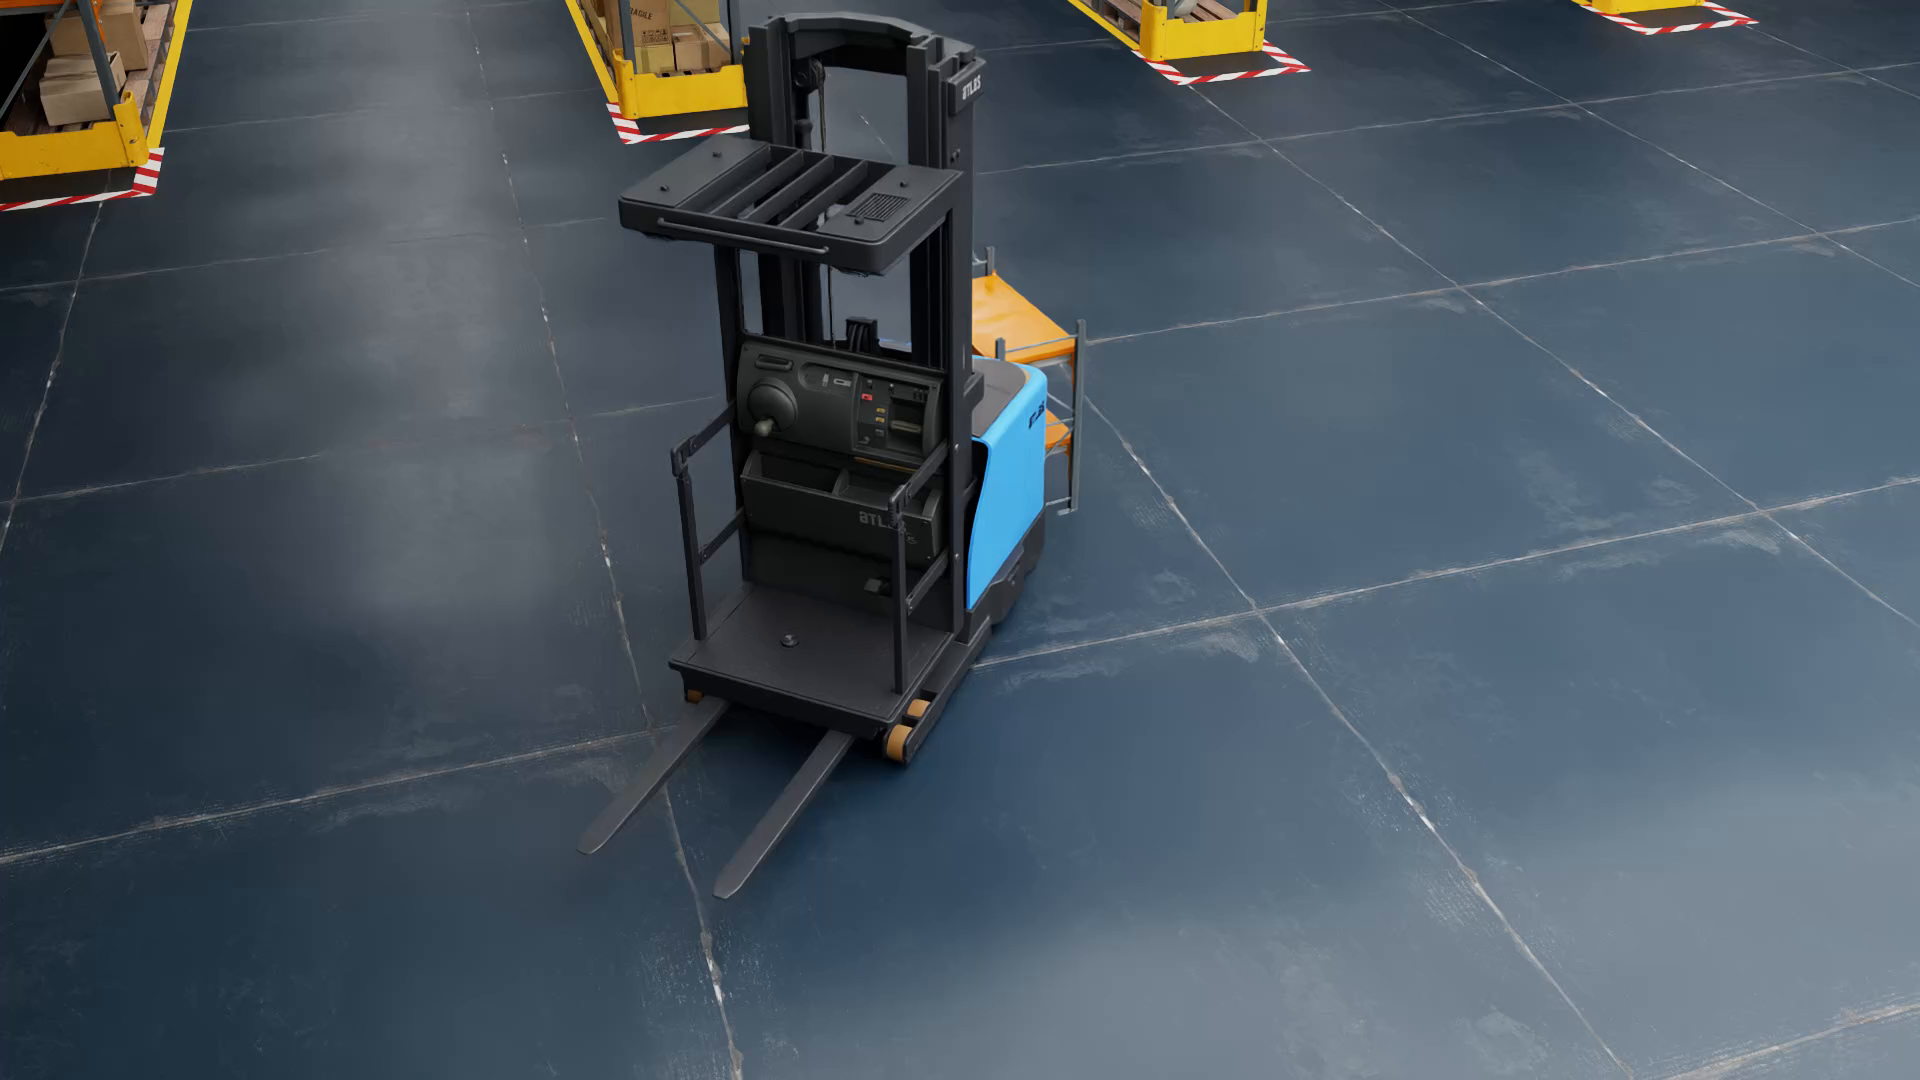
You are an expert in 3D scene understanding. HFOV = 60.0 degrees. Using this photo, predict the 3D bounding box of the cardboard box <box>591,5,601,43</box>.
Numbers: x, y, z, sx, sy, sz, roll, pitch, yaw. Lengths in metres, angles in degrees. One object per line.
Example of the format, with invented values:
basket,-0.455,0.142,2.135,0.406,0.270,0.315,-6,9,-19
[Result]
cardboard box,-3.128,-4.814,15.428,0.500,0.250,0.500,-10,35,-15

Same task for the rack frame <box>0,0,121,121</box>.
rack frame,-7.081,-4.197,12.380,1.000,3.000,0.127,-10,35,-15

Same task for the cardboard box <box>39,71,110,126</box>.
cardboard box,-7.206,-3.637,13.573,0.500,0.311,0.500,-14,36,-20

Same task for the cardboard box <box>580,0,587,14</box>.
cardboard box,-3.437,-5.339,16.221,0.500,0.250,0.500,-10,35,-15

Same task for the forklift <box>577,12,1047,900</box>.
forklift,-0.603,-0.517,6.875,1.130,2.935,3.031,13,36,19

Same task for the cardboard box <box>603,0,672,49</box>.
cardboard box,-2.811,-4.604,14.430,0.500,0.500,0.500,-10,35,-15

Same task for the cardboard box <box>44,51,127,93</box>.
cardboard box,-7.380,-3.936,14.026,0.500,0.311,0.500,-7,34,-11

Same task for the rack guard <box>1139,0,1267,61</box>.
rack guard,2.286,-4.852,15.639,1.175,0.500,0.348,-10,35,-15

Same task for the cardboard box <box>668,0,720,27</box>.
cardboard box,-2.471,-4.954,14.959,0.500,0.500,0.500,-10,35,-15

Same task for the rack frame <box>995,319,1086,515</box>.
rack frame,0.404,-0.579,8.605,0.500,1.125,0.032,-15,36,-21

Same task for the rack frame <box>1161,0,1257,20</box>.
rack frame,2.354,-5.863,14.901,1.000,3.000,0.127,-10,35,-15

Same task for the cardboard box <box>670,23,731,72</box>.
cardboard box,-2.316,-4.379,14.769,0.500,0.250,0.500,-10,35,-15

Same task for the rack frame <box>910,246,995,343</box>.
rack frame,-0.041,-1.083,9.368,0.500,1.125,0.032,-15,36,-21

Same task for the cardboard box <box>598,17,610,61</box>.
cardboard box,-2.973,-4.552,15.031,0.500,0.250,0.500,-10,35,-15

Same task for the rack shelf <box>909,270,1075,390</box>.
rack shelf,0.182,-1.075,8.825,0.538,0.278,1.000,-15,36,-21

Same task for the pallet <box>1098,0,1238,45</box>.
pallet,2.043,-5.159,16.365,1.003,0.211,1.213,-10,35,-15

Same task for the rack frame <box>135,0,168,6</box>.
rack frame,-8.301,-6.297,15.558,1.000,3.000,0.127,-10,35,-15

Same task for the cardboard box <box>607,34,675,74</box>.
cardboard box,-2.809,-4.292,14.637,0.500,0.250,0.500,-10,35,-15

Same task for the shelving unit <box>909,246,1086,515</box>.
shelving unit,0.182,-0.831,8.987,0.538,1.125,1.048,-15,36,-21

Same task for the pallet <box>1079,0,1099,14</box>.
pallet,1.675,-5.798,17.333,1.003,0.211,1.213,-10,35,-15

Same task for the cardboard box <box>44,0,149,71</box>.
cardboard box,-7.556,-4.409,14.569,0.700,0.500,0.500,-12,35,-18

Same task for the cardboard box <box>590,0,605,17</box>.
cardboard box,-3.130,-5.127,15.221,0.500,0.500,0.500,-10,35,-15

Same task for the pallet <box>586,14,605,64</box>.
pallet,-3.006,-4.902,15.977,1.003,0.211,1.213,-10,35,-15

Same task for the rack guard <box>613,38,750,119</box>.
rack guard,-2.357,-3.976,14.314,1.175,0.500,0.348,-10,35,-15

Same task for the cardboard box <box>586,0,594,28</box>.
cardboard box,-3.278,-5.077,15.826,0.500,0.250,0.500,-10,35,-15

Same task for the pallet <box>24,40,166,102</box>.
pallet,-7.687,-4.145,14.831,1.003,0.211,1.213,-10,35,-15

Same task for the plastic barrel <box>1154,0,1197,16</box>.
plastic barrel,2.080,-5.333,15.975,0.421,0.512,0.421,0,33,0

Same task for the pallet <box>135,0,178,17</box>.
pallet,-8.540,-5.542,16.945,1.003,0.211,1.213,-10,35,-15

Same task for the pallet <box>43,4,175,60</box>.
pallet,-8.063,-4.787,15.802,1.003,0.211,1.213,-10,35,-15

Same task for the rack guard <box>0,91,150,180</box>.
rack guard,-7.104,-3.194,13.130,1.175,0.500,0.348,-10,35,-15

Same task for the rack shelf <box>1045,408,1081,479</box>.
rack shelf,0.182,-0.627,9.122,0.538,0.278,1.000,-15,36,-21

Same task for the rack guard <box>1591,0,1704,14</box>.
rack guard,7.048,-5.693,16.911,1.175,0.500,0.348,-10,35,-15

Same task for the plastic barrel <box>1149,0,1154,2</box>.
plastic barrel,1.928,-5.596,16.373,0.421,0.512,0.421,0,33,0

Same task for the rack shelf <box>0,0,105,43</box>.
rack shelf,-7.691,-4.947,14.168,1.077,0.370,4.000,-10,35,-15

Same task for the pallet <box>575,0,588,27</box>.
pallet,-3.382,-5.544,16.948,1.003,0.211,1.213,-10,35,-15

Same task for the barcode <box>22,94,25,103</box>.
barcode,-7.593,-3.583,13.483,0.001,0.075,0.075,-10,35,-15

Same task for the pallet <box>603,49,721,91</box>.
pallet,-2.638,-4.263,15.009,1.003,0.211,1.213,-10,35,-15

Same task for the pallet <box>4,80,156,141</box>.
pallet,-7.318,-3.506,13.864,1.003,0.211,1.213,-10,35,-15

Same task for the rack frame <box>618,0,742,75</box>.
rack frame,-2.364,-5.032,13.644,1.000,3.000,0.127,-10,35,-15

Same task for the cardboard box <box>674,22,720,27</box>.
cardboard box,-2.472,-4.641,15.165,0.500,0.250,0.500,-10,35,-15
